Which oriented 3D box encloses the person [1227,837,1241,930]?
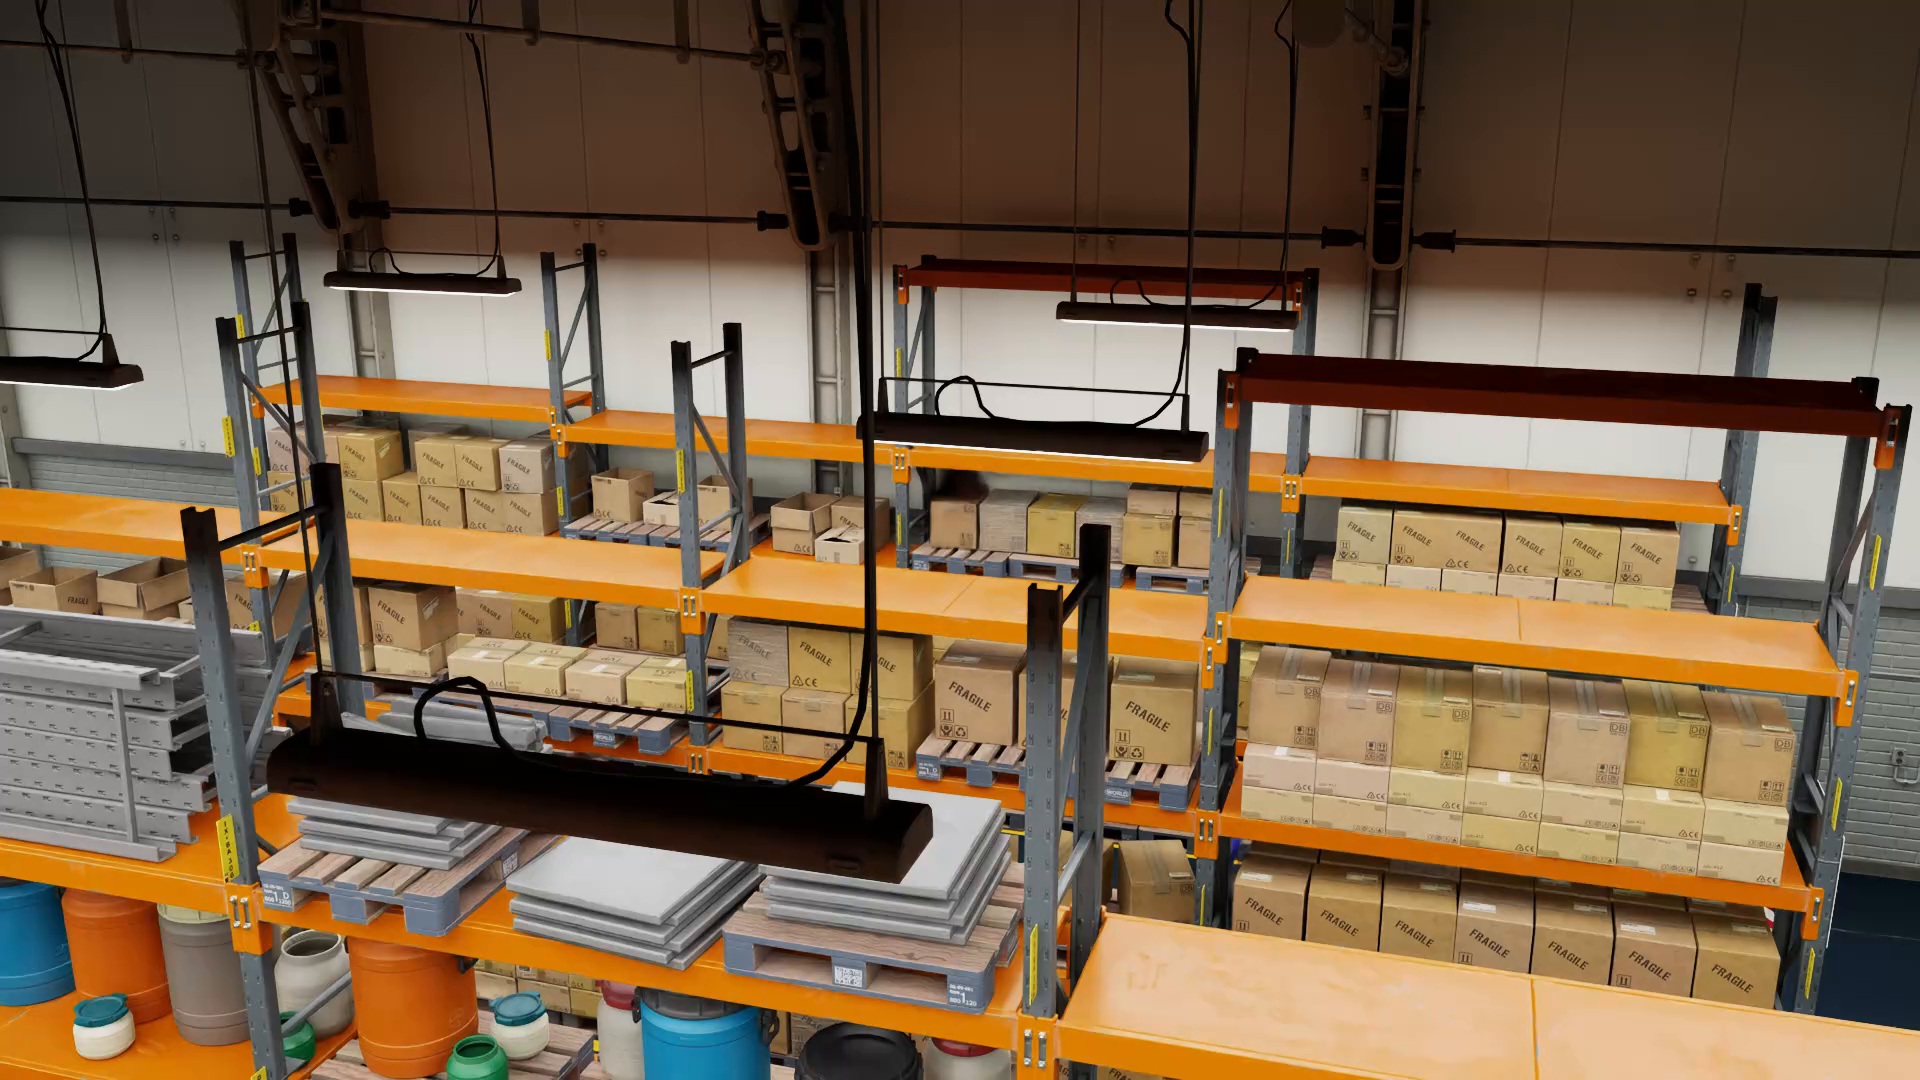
[{"bbox_3d":[2.365,3.128,14.991,0.929,1.600,0.528,7,17,22],"label":"person"}]

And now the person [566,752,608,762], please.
[{"bbox_3d":[-3.554,2.658,16.353,0.627,1.795,0.651,3,16,9],"label":"person"}]
